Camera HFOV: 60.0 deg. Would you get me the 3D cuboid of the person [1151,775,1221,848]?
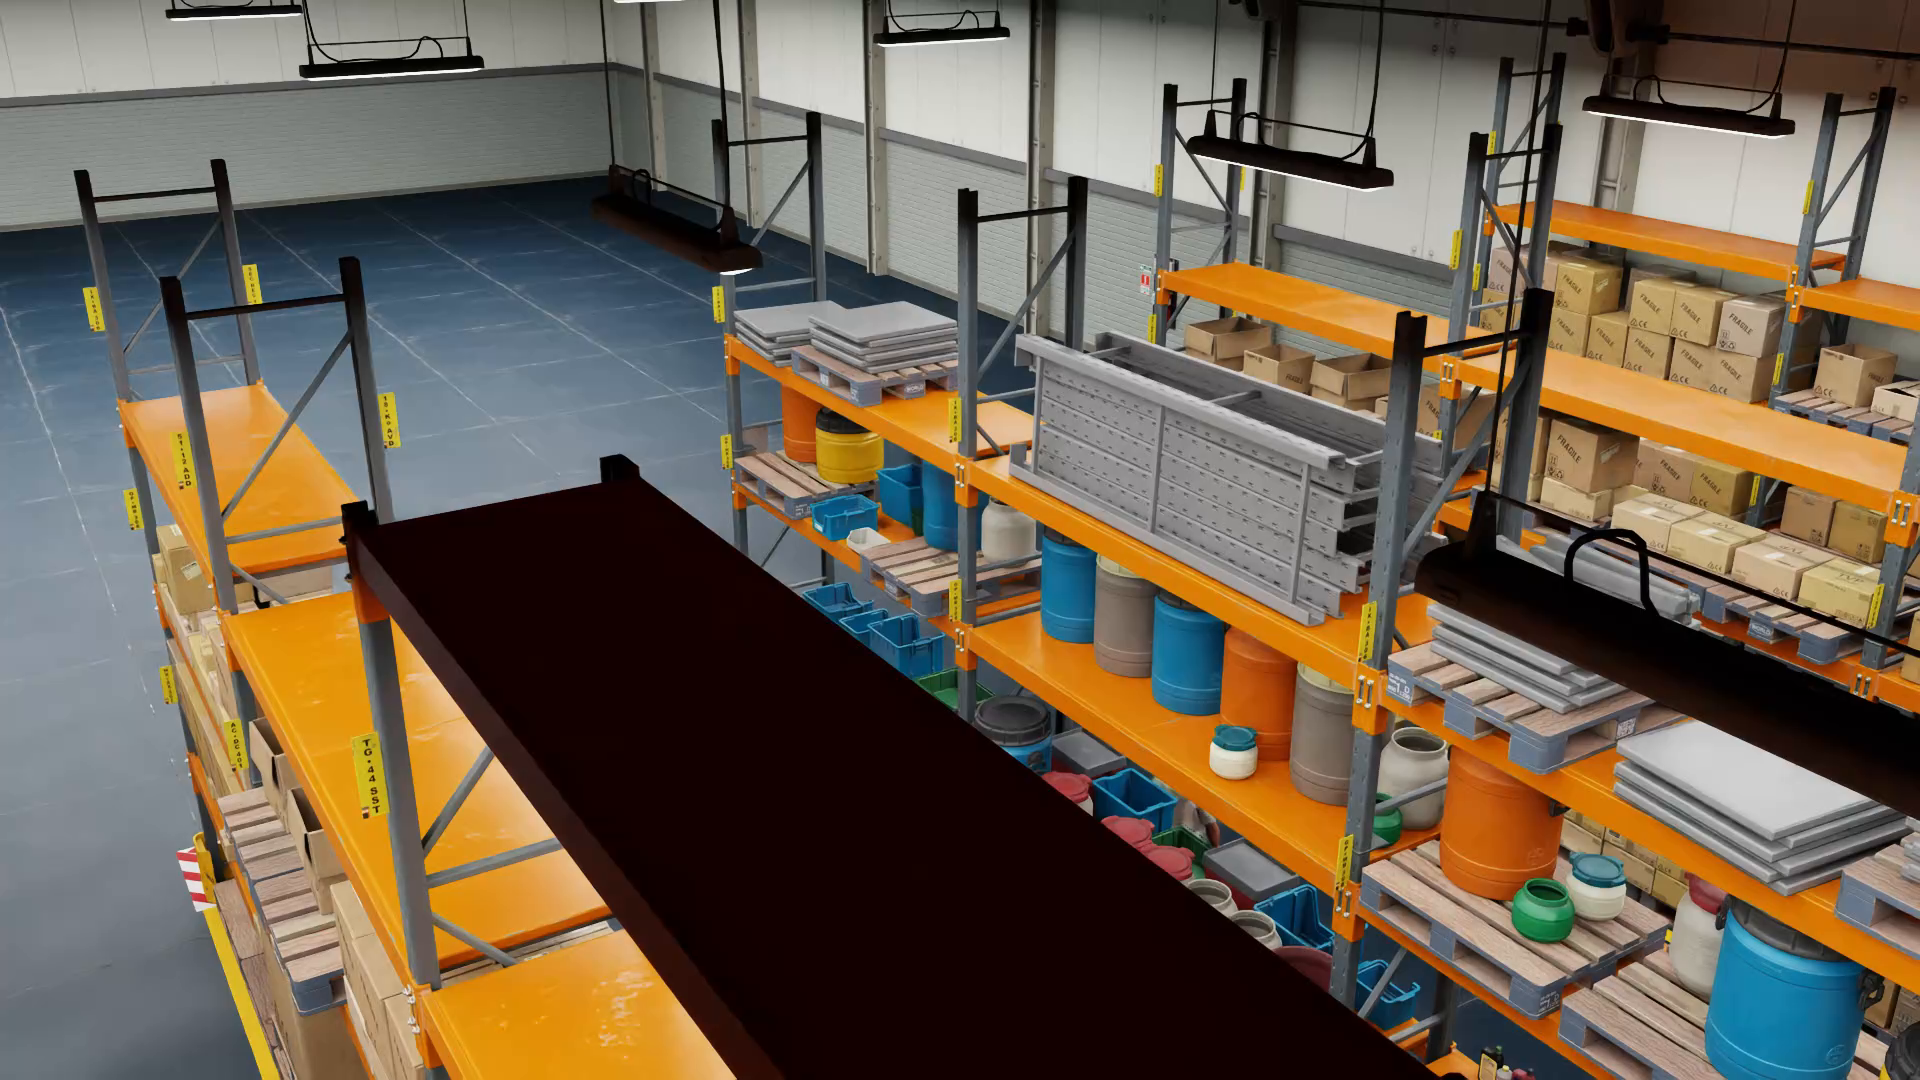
[{"bbox_3d":[1.792,2.257,12.926,0.876,1.585,0.609,-18,28,-38],"label":"person"}]
